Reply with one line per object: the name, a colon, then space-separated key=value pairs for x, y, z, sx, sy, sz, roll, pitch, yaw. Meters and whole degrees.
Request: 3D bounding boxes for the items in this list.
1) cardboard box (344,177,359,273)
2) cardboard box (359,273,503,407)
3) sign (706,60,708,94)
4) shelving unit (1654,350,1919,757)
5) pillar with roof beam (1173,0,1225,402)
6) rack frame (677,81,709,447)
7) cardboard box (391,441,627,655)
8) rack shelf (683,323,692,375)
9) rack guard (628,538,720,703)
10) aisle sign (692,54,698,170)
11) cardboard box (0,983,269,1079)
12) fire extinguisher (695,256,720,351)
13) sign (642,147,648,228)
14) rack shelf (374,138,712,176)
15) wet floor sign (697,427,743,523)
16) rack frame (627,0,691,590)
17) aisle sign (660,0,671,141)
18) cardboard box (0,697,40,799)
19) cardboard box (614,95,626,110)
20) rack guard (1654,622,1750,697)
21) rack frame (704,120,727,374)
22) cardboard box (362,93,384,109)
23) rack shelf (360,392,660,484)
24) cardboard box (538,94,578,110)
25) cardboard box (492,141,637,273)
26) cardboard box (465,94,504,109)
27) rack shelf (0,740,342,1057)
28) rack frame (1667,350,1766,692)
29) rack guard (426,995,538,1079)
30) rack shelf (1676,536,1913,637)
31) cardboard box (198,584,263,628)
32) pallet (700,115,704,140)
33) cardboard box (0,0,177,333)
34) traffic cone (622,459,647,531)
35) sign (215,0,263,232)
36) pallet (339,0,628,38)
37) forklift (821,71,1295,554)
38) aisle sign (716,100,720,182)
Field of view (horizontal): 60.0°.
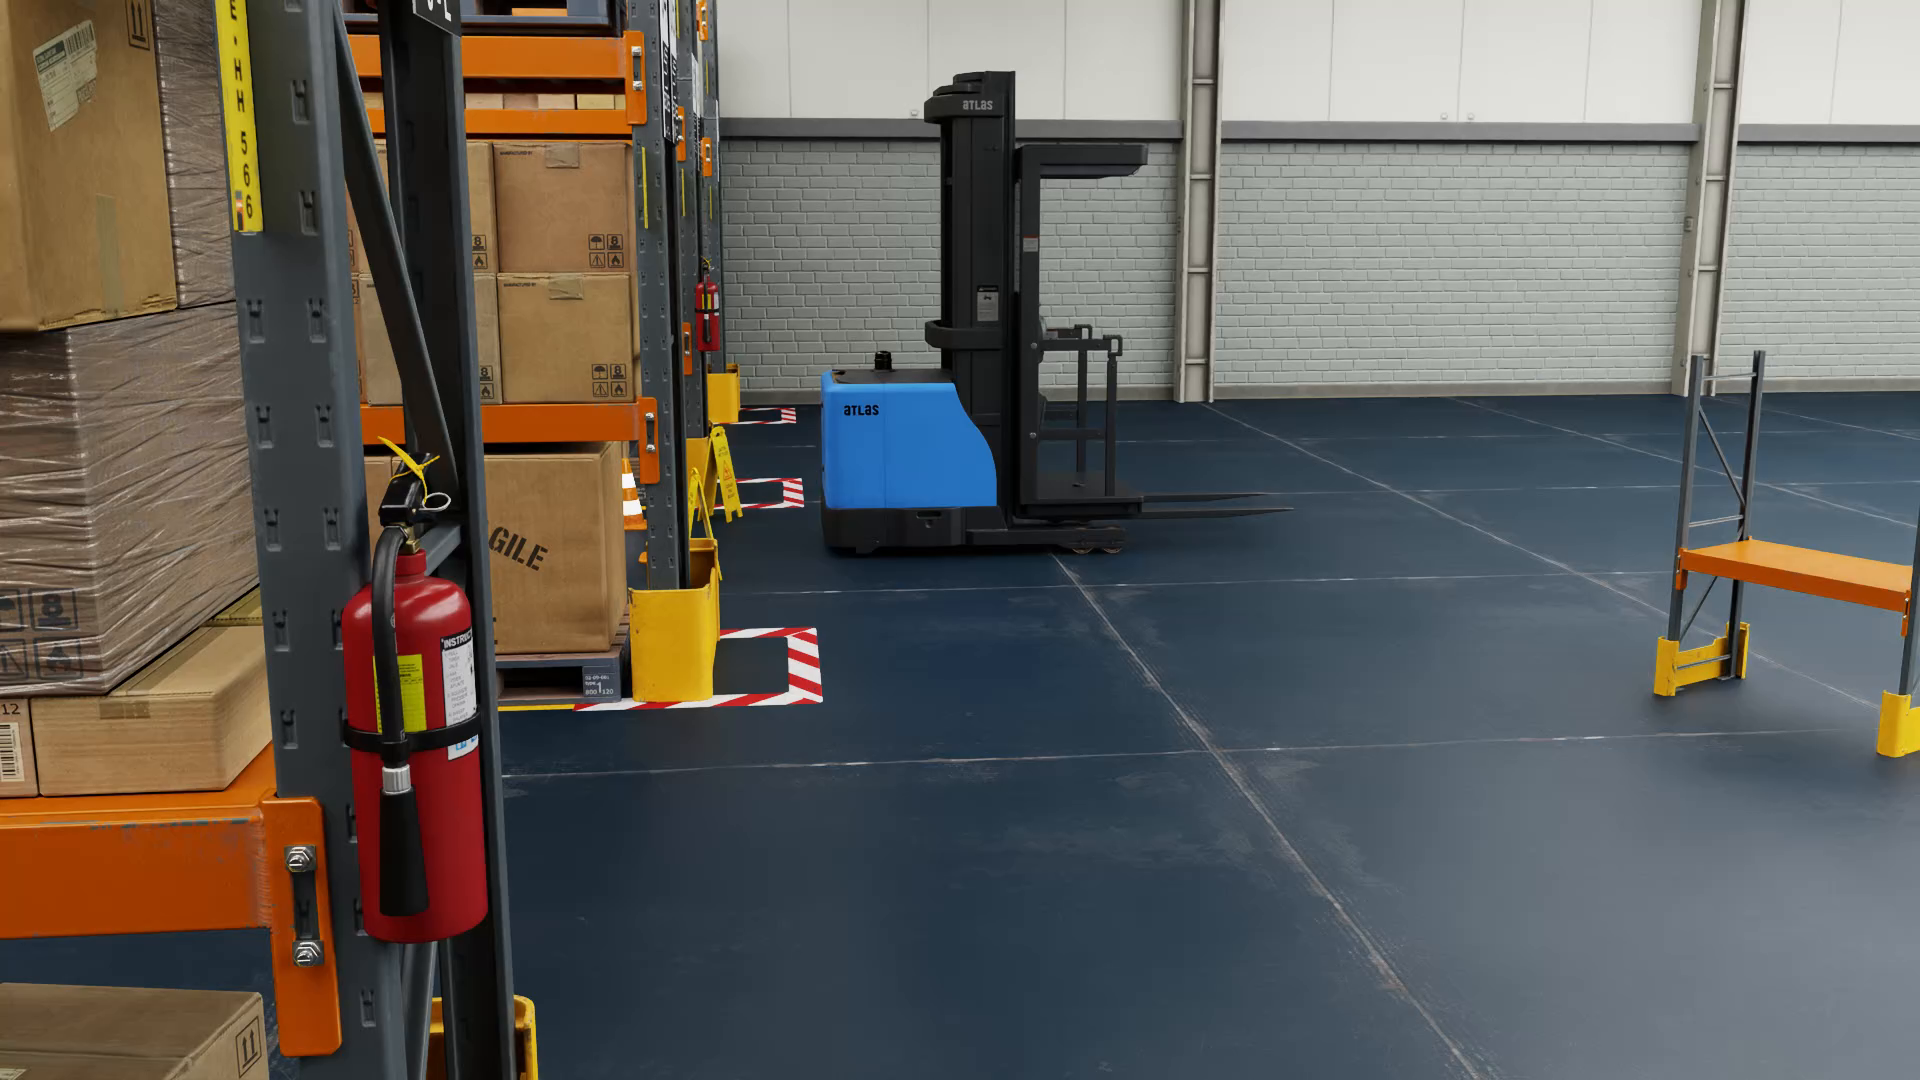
cardboard box: x=-2.828 y=-1.463 z=7.348 sx=0.550 sy=0.550 sz=0.875 roll=-1 pitch=11 yaw=-6
cardboard box: x=-2.255 y=-0.917 z=7.366 sx=0.550 sy=0.550 sz=0.875 roll=-1 pitch=11 yaw=-6
sign: x=-2.477 y=-4.537 z=16.305 sx=0.005 sy=0.325 sz=0.100 roll=-1 pitch=11 yaw=-6
shelving unit: x=3.621 y=0.001 z=6.975 sx=0.587 sy=1.500 sz=1.083 roll=-7 pitch=13 yaw=-32
pillar with roof beam: x=3.118 y=-5.175 z=13.866 sx=0.400 sy=9.000 sz=9.100 roll=-1 pitch=11 yaw=-6
rack frame: x=-1.982 y=-1.822 z=12.361 sx=0.127 sy=3.000 sz=1.000 roll=-1 pitch=11 yaw=-6
cardboard box: x=-2.014 y=-0.012 z=7.571 sx=0.875 sy=0.875 sz=0.875 roll=-1 pitch=11 yaw=-6
rack shelf: x=-3.970 y=-1.428 z=12.218 sx=4.000 sy=0.370 sz=1.077 roll=-1 pitch=11 yaw=-6
rack guard: x=-1.323 y=0.351 z=7.787 sx=0.348 sy=0.500 sz=1.175 roll=-1 pitch=11 yaw=-6
aisle sign: x=-1.889 y=-3.043 z=11.834 sx=0.004 sy=0.787 sz=0.394 roll=-1 pitch=11 yaw=-6
cardboard box: x=-1.534 y=1.109 z=2.845 sx=0.500 sy=0.500 sz=0.500 roll=1 pitch=11 yaw=4
fire extinguisher: x=-1.818 y=-1.698 z=11.931 sx=0.183 sy=0.674 sz=0.296 roll=-1 pitch=11 yaw=-6
sign: x=-1.302 y=-1.455 z=6.878 sx=0.005 sy=0.325 sz=0.100 roll=-1 pitch=11 yaw=-6
rack shelf: x=-4.510 y=-3.851 z=16.771 sx=4.000 sy=0.370 sz=1.077 roll=-1 pitch=11 yaw=-6
wet floor sign: x=-1.678 y=-0.466 z=11.564 sx=0.232 sy=0.644 sz=0.267 roll=3 pitch=11 yaw=14
rack frame: x=-1.347 y=-0.875 z=7.543 sx=0.127 sy=3.000 sz=1.000 roll=-1 pitch=11 yaw=-6
aisle sign: x=-1.244 y=-2.095 z=7.007 sx=0.004 sy=0.787 sz=0.394 roll=-1 pitch=11 yaw=-6
cardboard box: x=-1.422 y=0.252 z=2.461 sx=0.250 sy=0.149 sz=0.380 roll=-1 pitch=11 yaw=-6
cardboard box: x=-2.307 y=-3.110 z=11.785 sx=0.250 sy=0.149 sz=0.380 roll=-1 pitch=11 yaw=-6
rack guard: x=3.352 y=0.533 z=7.506 sx=0.587 sy=0.250 sz=0.087 roll=-7 pitch=13 yaw=-32
rack frame: x=-2.522 y=-2.774 z=17.203 sx=0.127 sy=3.000 sz=1.000 roll=-1 pitch=11 yaw=-6
cardboard box: x=-4.087 y=-3.079 z=11.629 sx=0.250 sy=0.149 sz=0.380 roll=-1 pitch=11 yaw=-6
rack shelf: x=-3.335 y=-0.480 z=7.401 sx=4.000 sy=0.370 sz=1.077 roll=-1 pitch=11 yaw=-6
cardboard box: x=-2.818 y=-3.099 z=11.732 sx=0.250 sy=0.149 sz=0.380 roll=-1 pitch=11 yaw=-4
cardboard box: x=-1.720 y=-1.478 z=7.423 sx=0.550 sy=0.550 sz=0.875 roll=-1 pitch=11 yaw=-6
cardboard box: x=-3.320 y=-3.092 z=11.697 sx=0.250 sy=0.149 sz=0.380 roll=-1 pitch=11 yaw=-7
rack shelf: x=-2.900 y=0.473 z=2.551 sx=4.000 sy=0.370 sz=1.077 roll=-1 pitch=11 yaw=-6
rack frame: x=3.351 y=-0.080 z=7.387 sx=0.500 sy=1.500 sz=0.032 roll=-7 pitch=13 yaw=-32
rack guard: x=-0.987 y=1.306 z=2.927 sx=0.348 sy=0.500 sz=1.175 roll=-1 pitch=11 yaw=-6
rack shelf: x=3.626 y=0.179 z=7.002 sx=0.538 sy=0.185 sz=1.000 roll=-7 pitch=13 yaw=-32
cardboard box: x=-1.221 y=0.162 z=2.921 sx=0.250 sy=0.149 sz=0.380 roll=-1 pitch=11 yaw=-6
pallet: x=-3.228 y=-4.193 z=16.872 sx=1.213 sy=0.211 sz=1.003 roll=-1 pitch=11 yaw=-6
cardboard box: x=-1.432 y=-0.549 z=2.260 sx=0.500 sy=0.500 sz=0.500 roll=-1 pitch=11 yaw=-6
traffic cone: x=-2.270 y=-0.321 z=11.302 sx=0.334 sy=0.463 sz=0.336 roll=-1 pitch=11 yaw=-6
sign: x=-0.872 y=-0.538 z=2.008 sx=0.005 sy=0.325 sz=0.100 roll=-1 pitch=11 yaw=-6
pallet: x=-2.083 y=-2.286 z=7.173 sx=1.213 sy=0.211 sz=1.003 roll=-1 pitch=11 yaw=-6
forklift: x=0.620 y=-1.451 z=10.653 sx=3.031 sy=2.935 sz=1.130 roll=-1 pitch=11 yaw=-6
aisle sign: x=-2.425 y=-3.995 z=16.672 sx=0.004 sy=0.787 sz=0.394 roll=-1 pitch=11 yaw=-6
